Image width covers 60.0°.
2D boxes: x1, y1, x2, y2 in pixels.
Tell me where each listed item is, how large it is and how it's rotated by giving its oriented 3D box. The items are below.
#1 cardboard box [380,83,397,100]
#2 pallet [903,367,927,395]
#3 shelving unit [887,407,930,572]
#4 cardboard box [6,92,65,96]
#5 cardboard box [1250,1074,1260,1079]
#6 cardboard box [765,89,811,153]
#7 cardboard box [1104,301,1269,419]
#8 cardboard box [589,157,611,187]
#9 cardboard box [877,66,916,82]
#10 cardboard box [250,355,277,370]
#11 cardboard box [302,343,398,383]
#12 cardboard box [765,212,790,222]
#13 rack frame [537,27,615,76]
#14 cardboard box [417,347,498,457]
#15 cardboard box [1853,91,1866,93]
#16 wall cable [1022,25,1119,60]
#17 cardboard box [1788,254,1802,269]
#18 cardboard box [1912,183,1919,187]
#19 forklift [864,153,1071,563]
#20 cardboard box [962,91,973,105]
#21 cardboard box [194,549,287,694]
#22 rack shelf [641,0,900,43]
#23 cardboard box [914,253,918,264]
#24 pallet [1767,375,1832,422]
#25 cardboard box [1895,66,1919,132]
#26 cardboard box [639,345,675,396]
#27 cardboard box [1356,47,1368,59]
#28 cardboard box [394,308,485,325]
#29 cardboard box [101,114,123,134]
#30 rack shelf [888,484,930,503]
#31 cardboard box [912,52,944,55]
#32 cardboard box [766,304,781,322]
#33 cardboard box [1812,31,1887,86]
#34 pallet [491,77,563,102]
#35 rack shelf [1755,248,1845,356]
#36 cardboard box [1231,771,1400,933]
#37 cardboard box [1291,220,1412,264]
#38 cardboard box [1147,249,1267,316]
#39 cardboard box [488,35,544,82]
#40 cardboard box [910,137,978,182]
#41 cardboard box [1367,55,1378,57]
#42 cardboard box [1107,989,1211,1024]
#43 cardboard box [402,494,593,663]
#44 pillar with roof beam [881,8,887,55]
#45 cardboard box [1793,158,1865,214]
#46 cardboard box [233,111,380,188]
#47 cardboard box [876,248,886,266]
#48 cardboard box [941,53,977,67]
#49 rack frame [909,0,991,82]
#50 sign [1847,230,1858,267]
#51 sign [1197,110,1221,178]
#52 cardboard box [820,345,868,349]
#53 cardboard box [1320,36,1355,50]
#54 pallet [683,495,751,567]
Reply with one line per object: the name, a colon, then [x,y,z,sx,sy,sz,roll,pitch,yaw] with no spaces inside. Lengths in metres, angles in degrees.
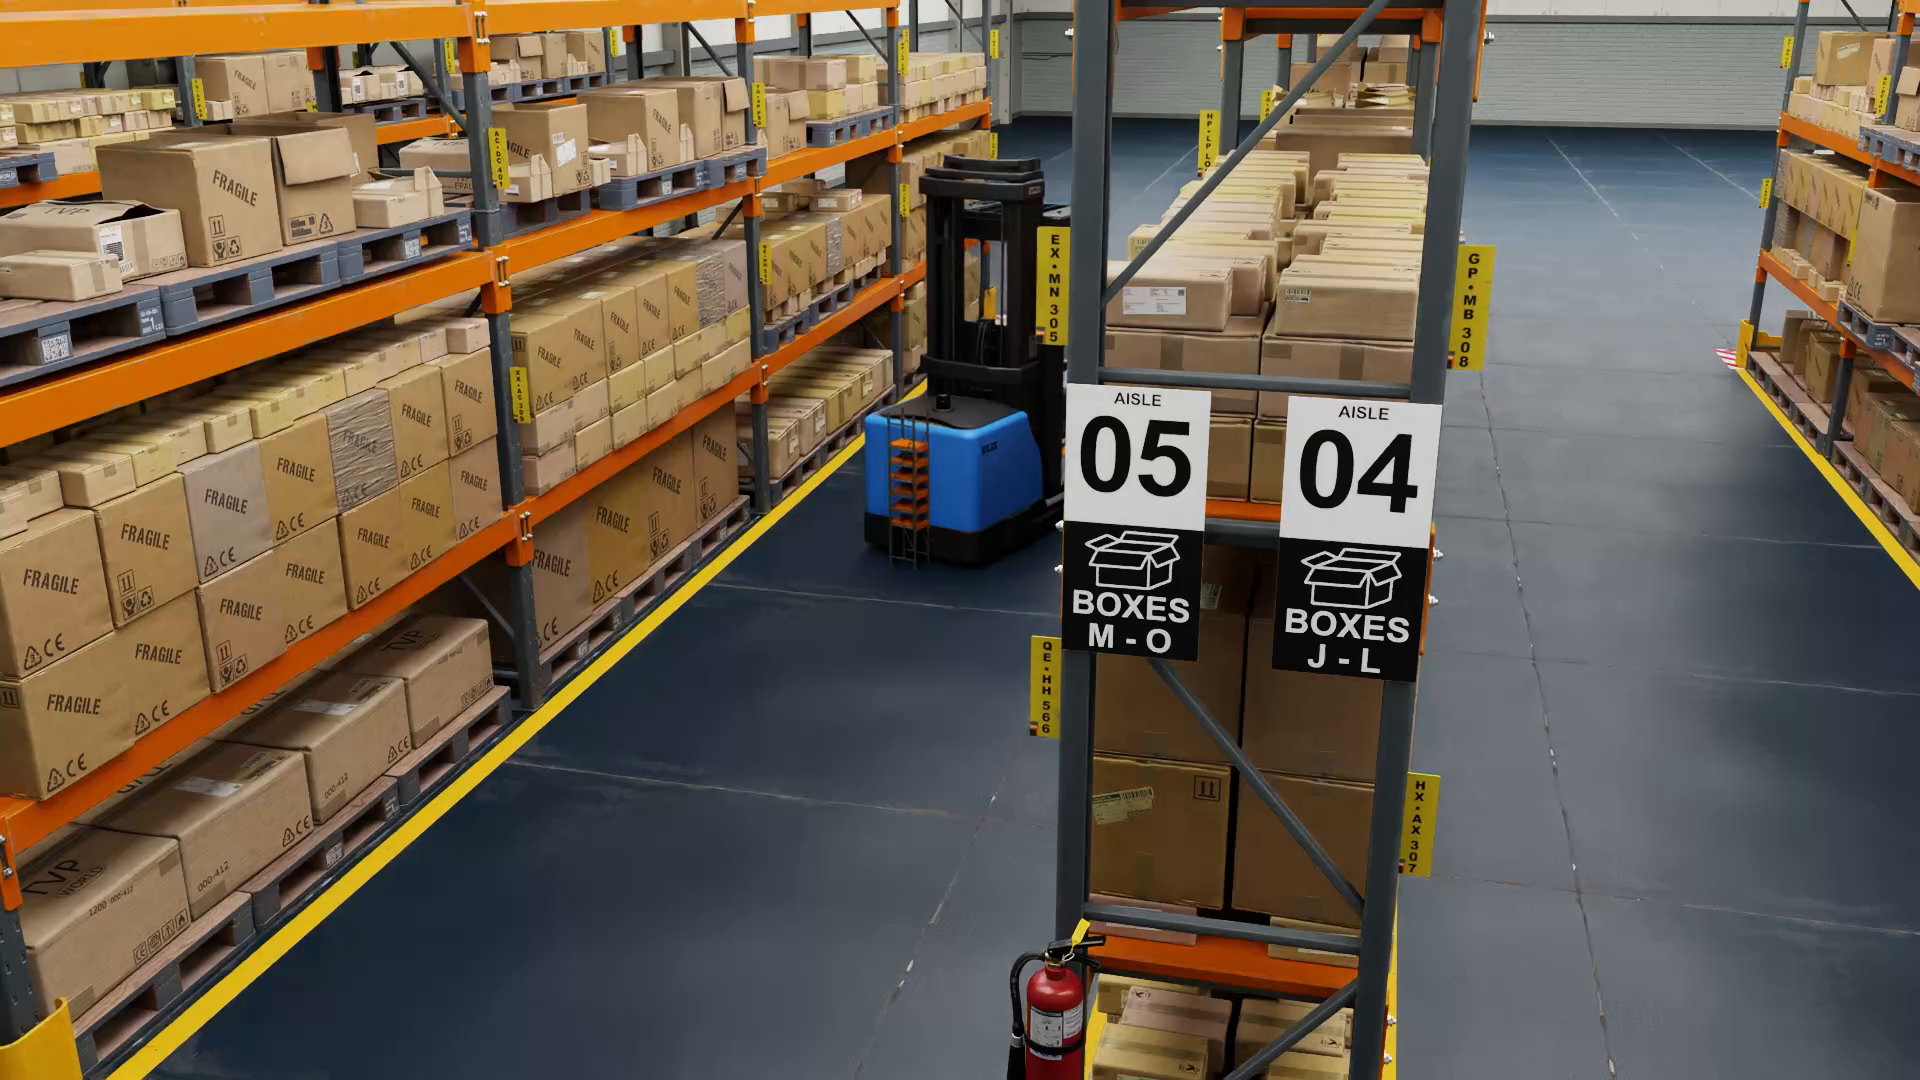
cardboard box: [-5.888,-4.500,16.664,0.380,0.149,0.250,5,19,13]
pallet: [-0.970,-1.824,18.202,1.003,0.211,1.213,5,19,13]
shelving unit: [-0.382,-0.376,12.431,0.258,1.200,0.189,11,22,30]
cardboard box: [-7.398,-3.498,13.302,0.380,0.149,0.250,5,19,13]
cardboard box: [1.216,2.113,6.123,0.380,0.149,0.250,5,19,13]
cardboard box: [-1.732,-3.626,14.361,0.797,0.503,0.637,5,19,13]
cardboard box: [0.659,-0.560,5.004,0.500,0.250,0.500,4,19,12]
cardboard box: [-2.406,-2.300,10.351,0.380,0.166,0.250,3,19,10]
cardboard box: [-0.671,-4.765,17.013,0.380,0.149,0.250,5,20,15]
cardboard box: [-3.665,-0.853,8.340,0.380,0.149,0.250,4,19,12]
cardboard box: [-3.105,-0.897,8.467,0.380,0.149,0.250,4,19,13]
cardboard box: [-1.863,-2.720,15.247,0.500,0.500,0.500,4,19,11]
rack frame: [-4.936,-7.414,20.972,1.000,3.000,0.127,5,19,13]
cardboard box: [-2.902,-0.774,9.112,0.500,0.500,0.500,4,19,13]
cardboard box: [8.618,-4.136,15.629,0.380,0.149,0.250,5,20,15]
wall cable: [3.351,-16.020,50.971,3.097,2.526,0.112,5,19,13]
cardboard box: [8.922,-2.901,17.428,0.380,0.149,0.250,5,19,13]
cardboard box: [8.867,-2.930,14.964,0.500,0.500,0.500,5,19,13]
forklift: [0.461,-1.639,13.452,1.130,2.935,3.031,11,22,30]
cardboard box: [-0.065,-5.190,19.490,0.380,0.149,0.250,5,20,15]
cardboard box: [-3.397,0.337,7.407,0.500,0.500,0.500,5,19,13]
rack shelf: [-1.588,-4.613,14.503,1.077,0.370,4.000,5,19,13]
cardboard box: [-0.665,-3.054,17.877,0.380,0.149,0.250,5,19,13]
pallet: [8.936,-1.425,17.034,1.003,0.211,1.213,5,19,13]
cardboard box: [8.299,-3.676,13.858,0.797,0.503,0.637,4,19,11]
cardboard box: [-2.302,-1.185,11.475,0.500,0.250,0.500,4,19,12]
cardboard box: [4.336,-5.430,18.770,0.500,0.250,0.500,5,19,13]
cardboard box: [-3.188,-1.104,10.076,0.500,0.500,0.500,5,20,15]
cardboard box: [-6.915,-3.315,13.226,0.380,0.149,0.250,5,20,15]
rack shelf: [-0.382,-0.334,12.445,0.258,0.103,0.180,11,22,30]
cardboard box: [-0.407,-5.767,19.946,0.380,0.149,0.250,5,19,13]
cardboard box: [-1.715,-1.930,13.936,0.380,0.149,0.250,3,19,10]
cardboard box: [8.863,-4.802,16.577,0.500,0.500,0.500,5,19,13]
pallet: [-5.430,-5.350,19.706,1.003,0.211,1.213,5,19,13]
rack shelf: [8.999,-2.435,16.788,1.077,0.370,4.000,5,19,13]
cardboard box: [1.171,0.883,5.348,0.500,0.500,0.500,6,20,16]
cardboard box: [1.331,-0.991,5.648,0.380,0.149,0.250,5,20,15]
cardboard box: [0.724,-0.783,5.040,0.380,0.149,0.250,5,19,14]
cardboard box: [-5.335,-5.638,19.449,0.797,0.503,0.637,5,20,15]
cardboard box: [-0.191,-4.342,19.098,0.700,0.500,0.500,4,19,13]
cardboard box: [4.361,-4.754,16.793,0.500,0.250,0.500,4,19,13]
cardboard box: [0.771,1.848,6.436,0.380,0.149,0.250,4,19,11]
cardboard box: [-2.980,0.183,10.649,0.875,0.875,0.875,5,20,15]
pillar with roof beam: [2.592,-12.569,36.064,9.100,9.000,0.400,5,19,13]
cardboard box: [8.839,-3.599,16.923,0.500,0.500,0.500,5,19,13]
cardboard box: [-3.401,-1.968,8.710,0.500,0.500,0.500,5,19,14]
cardboard box: [-0.958,-2.828,16.564,0.380,0.149,0.250,5,19,14]
cardboard box: [-0.019,-5.655,19.618,0.380,0.149,0.250,5,19,14]
rack frame: [-0.122,-7.023,19.828,1.000,3.000,0.127,5,19,13]
sign: [7.982,-2.598,14.814,0.100,0.325,0.005,5,19,13]
sign: [1.232,-1.957,8.227,0.100,0.325,0.005,5,19,13]
cardboard box: [-1.216,-2.035,18.108,0.500,0.250,0.500,6,20,16]
cardboard box: [4.063,-5.351,17.923,0.380,0.149,0.250,4,19,12]
pallet: [-2.343,-0.116,13.201,1.003,0.211,1.213,5,19,13]
